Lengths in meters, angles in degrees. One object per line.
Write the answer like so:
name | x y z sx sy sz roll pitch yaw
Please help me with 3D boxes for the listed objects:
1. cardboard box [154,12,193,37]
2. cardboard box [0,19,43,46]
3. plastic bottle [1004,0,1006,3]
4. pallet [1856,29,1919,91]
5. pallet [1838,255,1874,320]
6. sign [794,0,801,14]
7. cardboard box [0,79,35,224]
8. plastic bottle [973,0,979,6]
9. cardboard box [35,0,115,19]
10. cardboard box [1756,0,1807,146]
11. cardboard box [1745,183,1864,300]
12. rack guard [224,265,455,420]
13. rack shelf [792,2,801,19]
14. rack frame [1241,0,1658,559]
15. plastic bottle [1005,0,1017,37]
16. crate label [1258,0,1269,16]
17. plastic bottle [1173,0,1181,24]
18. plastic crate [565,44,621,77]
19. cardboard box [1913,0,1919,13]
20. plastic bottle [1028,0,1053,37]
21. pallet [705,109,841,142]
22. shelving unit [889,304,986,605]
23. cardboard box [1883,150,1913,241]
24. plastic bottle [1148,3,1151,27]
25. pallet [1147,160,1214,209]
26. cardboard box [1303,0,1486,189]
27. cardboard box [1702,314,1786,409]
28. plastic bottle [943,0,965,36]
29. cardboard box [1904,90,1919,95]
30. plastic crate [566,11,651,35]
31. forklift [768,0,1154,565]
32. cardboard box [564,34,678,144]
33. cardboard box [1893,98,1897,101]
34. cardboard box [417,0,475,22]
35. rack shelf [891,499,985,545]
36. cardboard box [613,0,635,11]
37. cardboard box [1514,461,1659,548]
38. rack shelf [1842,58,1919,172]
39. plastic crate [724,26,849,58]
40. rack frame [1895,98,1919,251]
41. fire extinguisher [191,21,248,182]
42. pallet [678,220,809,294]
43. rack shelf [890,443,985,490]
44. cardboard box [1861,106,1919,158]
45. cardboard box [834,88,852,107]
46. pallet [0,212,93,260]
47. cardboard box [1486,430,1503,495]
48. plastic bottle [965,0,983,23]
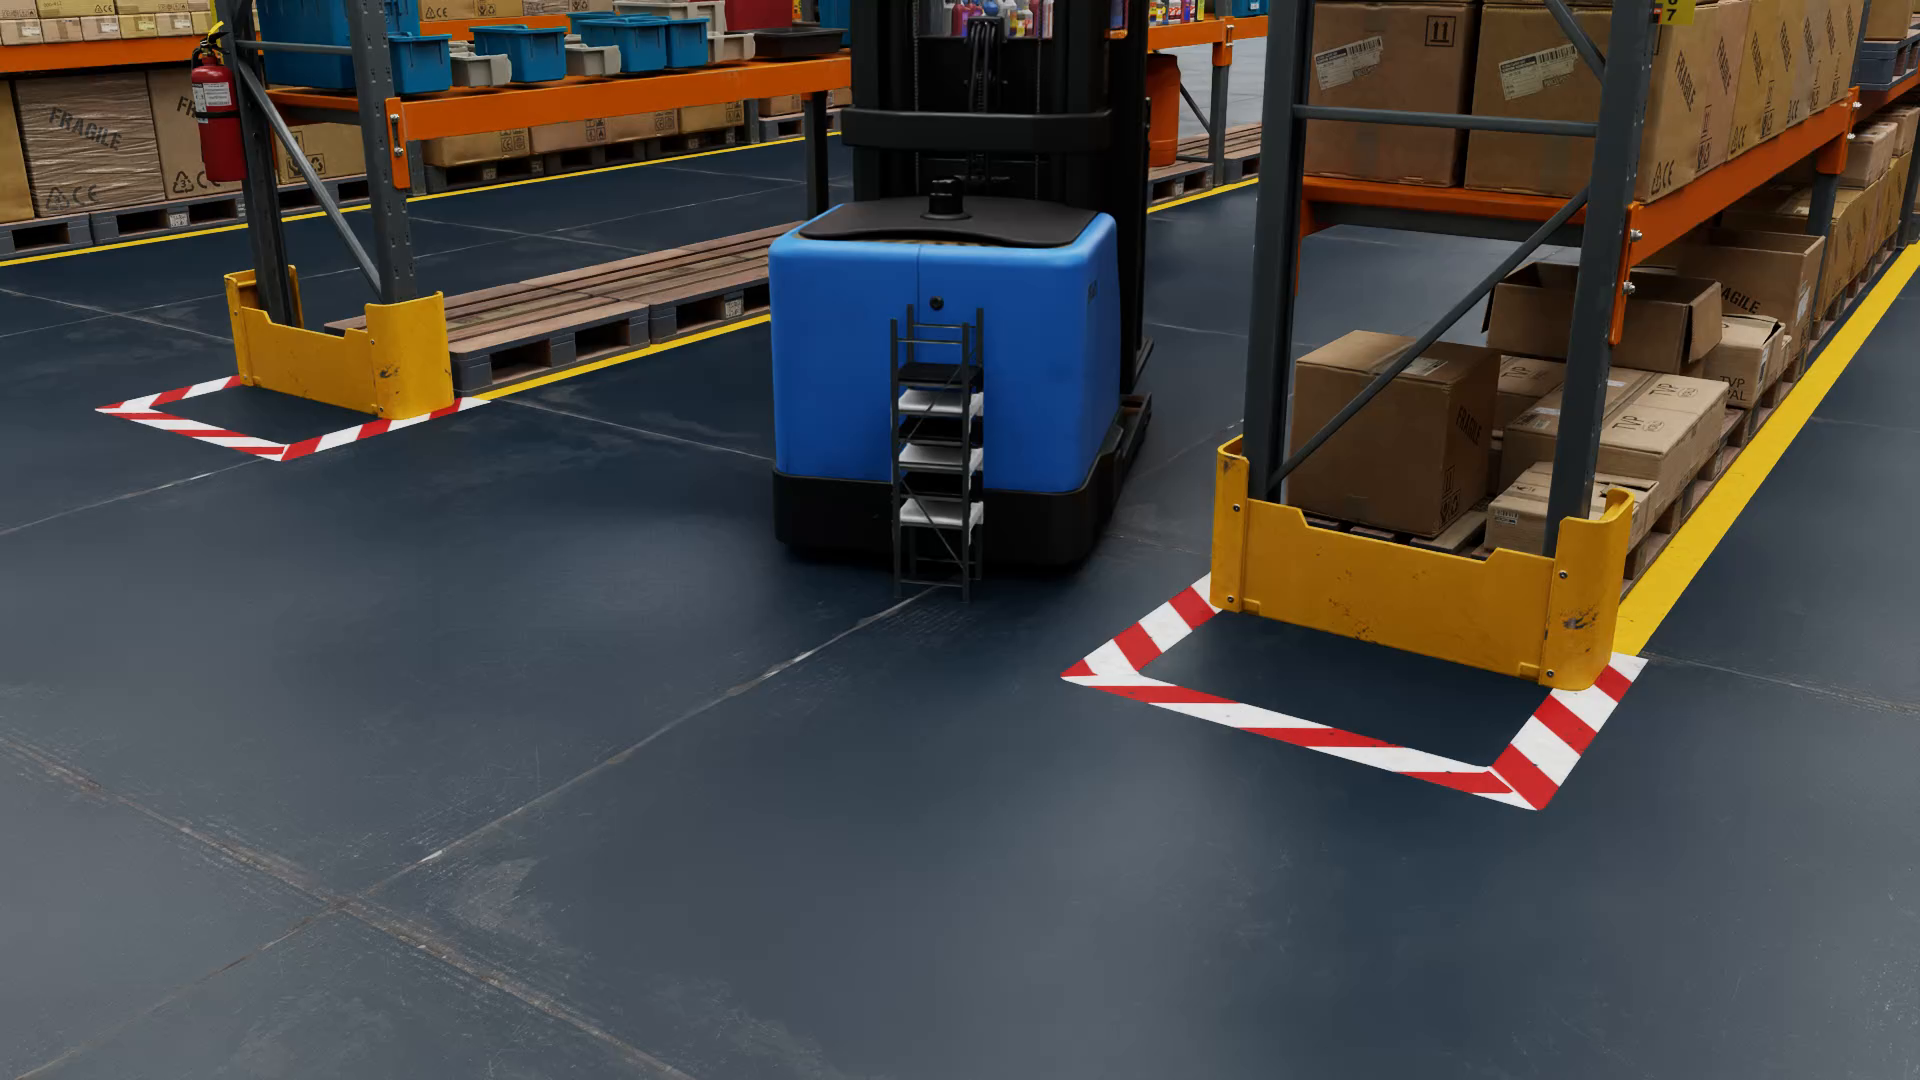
cardboard box | -5.412 -3.488 11.234 0.380 0.149 0.250 14 24 33
cardboard box | -5.989 -3.194 10.437 0.380 0.149 0.250 13 24 31
plastic bottle | 0.316 -3.854 11.930 0.144 0.351 0.185 13 24 32
pallet | 4.085 -2.384 8.163 1.003 0.211 1.213 13 24 32
pallet | 4.657 -1.550 9.652 1.003 0.211 1.213 13 24 32
sign | -1.003 -3.471 10.425 0.100 0.325 0.005 13 24 32
cardboard box | -6.600 -2.451 10.525 0.875 0.875 0.875 13 24 32
plastic bottle | 0.083 -3.618 11.408 0.097 0.271 0.097 0 20 0
cardboard box | -5.828 -3.499 10.689 0.500 0.250 0.500 12 24 30
cardboard box | 2.617 -1.677 5.830 0.500 0.500 0.500 14 24 33
cardboard box | 4.310 -1.546 8.591 0.500 0.500 0.500 14 24 33
rack guard | -2.800 -0.904 7.487 1.175 0.500 0.348 13 24 32
rack shelf | -1.272 -5.583 17.572 1.077 0.370 4.000 13 24 32
rack frame | 1.297 -1.118 4.465 1.000 3.000 0.127 13 24 32
plastic bottle | 0.320 -3.364 10.722 0.097 0.271 0.097 0 20 0
crate label | 2.482 -4.630 13.906 0.502 0.435 0.616 13 24 32
plastic bottle | 1.615 -3.993 12.521 0.097 0.201 0.097 0 20 0
plastic crate | -1.756 -2.267 7.864 0.250 0.136 0.298 13 24 32
cardboard box | 5.533 -3.455 10.032 0.700 0.500 0.500 5 21 14
plastic bottle | 0.547 -3.499 11.080 0.152 0.276 0.135 13 24 32
pallet | -1.956 -4.263 16.985 1.003 0.211 1.213 13 24 32
shelving unit | -0.068 -0.263 5.178 0.258 0.900 0.210 4 21 11
cardboard box | 5.463 -2.134 10.178 0.500 0.500 0.500 14 25 34
plastic bottle | 1.342 -3.853 12.144 0.097 0.201 0.097 0 20 0
pallet | 1.291 -2.839 13.135 1.003 0.211 1.213 13 24 32
cardboard box | 1.324 -1.347 4.938 0.500 0.500 0.500 14 25 33
cardboard box | 3.038 -0.777 6.784 0.500 0.311 0.500 13 24 32
plastic bottle | -0.060 -3.259 10.324 0.144 0.351 0.185 13 24 32
cardboard box | 7.765 -3.409 13.207 0.500 0.311 0.500 14 25 33
plastic crate | -1.855 -2.674 8.826 0.416 0.233 0.300 13 24 32
forklift | 0.191 -1.772 6.330 1.130 2.935 3.031 4 21 11
cardboard box | -3.309 -4.099 14.980 1.225 0.875 0.875 13 24 32
cardboard box | 7.319 -3.519 13.505 0.500 0.311 0.500 13 24 31
cardboard box | -4.180 -4.329 13.001 0.500 0.500 0.500 13 24 32
rack shelf | -0.068 -0.063 5.252 0.258 0.077 0.200 4 21 11
cardboard box | -3.043 -4.912 14.577 0.500 0.500 0.500 12 24 30
cardboard box | 1.957 -0.121 5.217 0.380 0.166 0.250 13 24 32
rack shelf | 4.670 -2.502 9.243 1.077 0.370 4.000 13 24 32
plastic crate | -0.956 -2.759 9.209 0.437 0.125 0.590 13 24 32
rack frame | 5.794 -3.414 10.670 1.000 3.000 0.127 13 24 32
fire extinguisher | -3.258 -1.920 7.280 0.296 0.674 0.183 13 24 32
pallet | -0.930 -1.707 10.075 1.003 0.211 1.213 13 24 32
rack shelf | -0.068 -0.231 5.189 0.258 0.077 0.200 4 21 11
cardboard box | 5.434 -2.468 10.002 0.500 0.250 0.500 14 25 34
cardboard box | -1.422 -4.902 17.664 0.700 0.500 0.500 16 25 36
pallet | -6.509 -1.988 10.836 1.003 0.211 1.213 13 24 32
cardboard box | 1.701 -0.299 5.698 0.380 0.166 0.250 13 24 32
plastic bottle | 0.085 -3.239 10.365 0.061 0.283 0.133 13 24 32
